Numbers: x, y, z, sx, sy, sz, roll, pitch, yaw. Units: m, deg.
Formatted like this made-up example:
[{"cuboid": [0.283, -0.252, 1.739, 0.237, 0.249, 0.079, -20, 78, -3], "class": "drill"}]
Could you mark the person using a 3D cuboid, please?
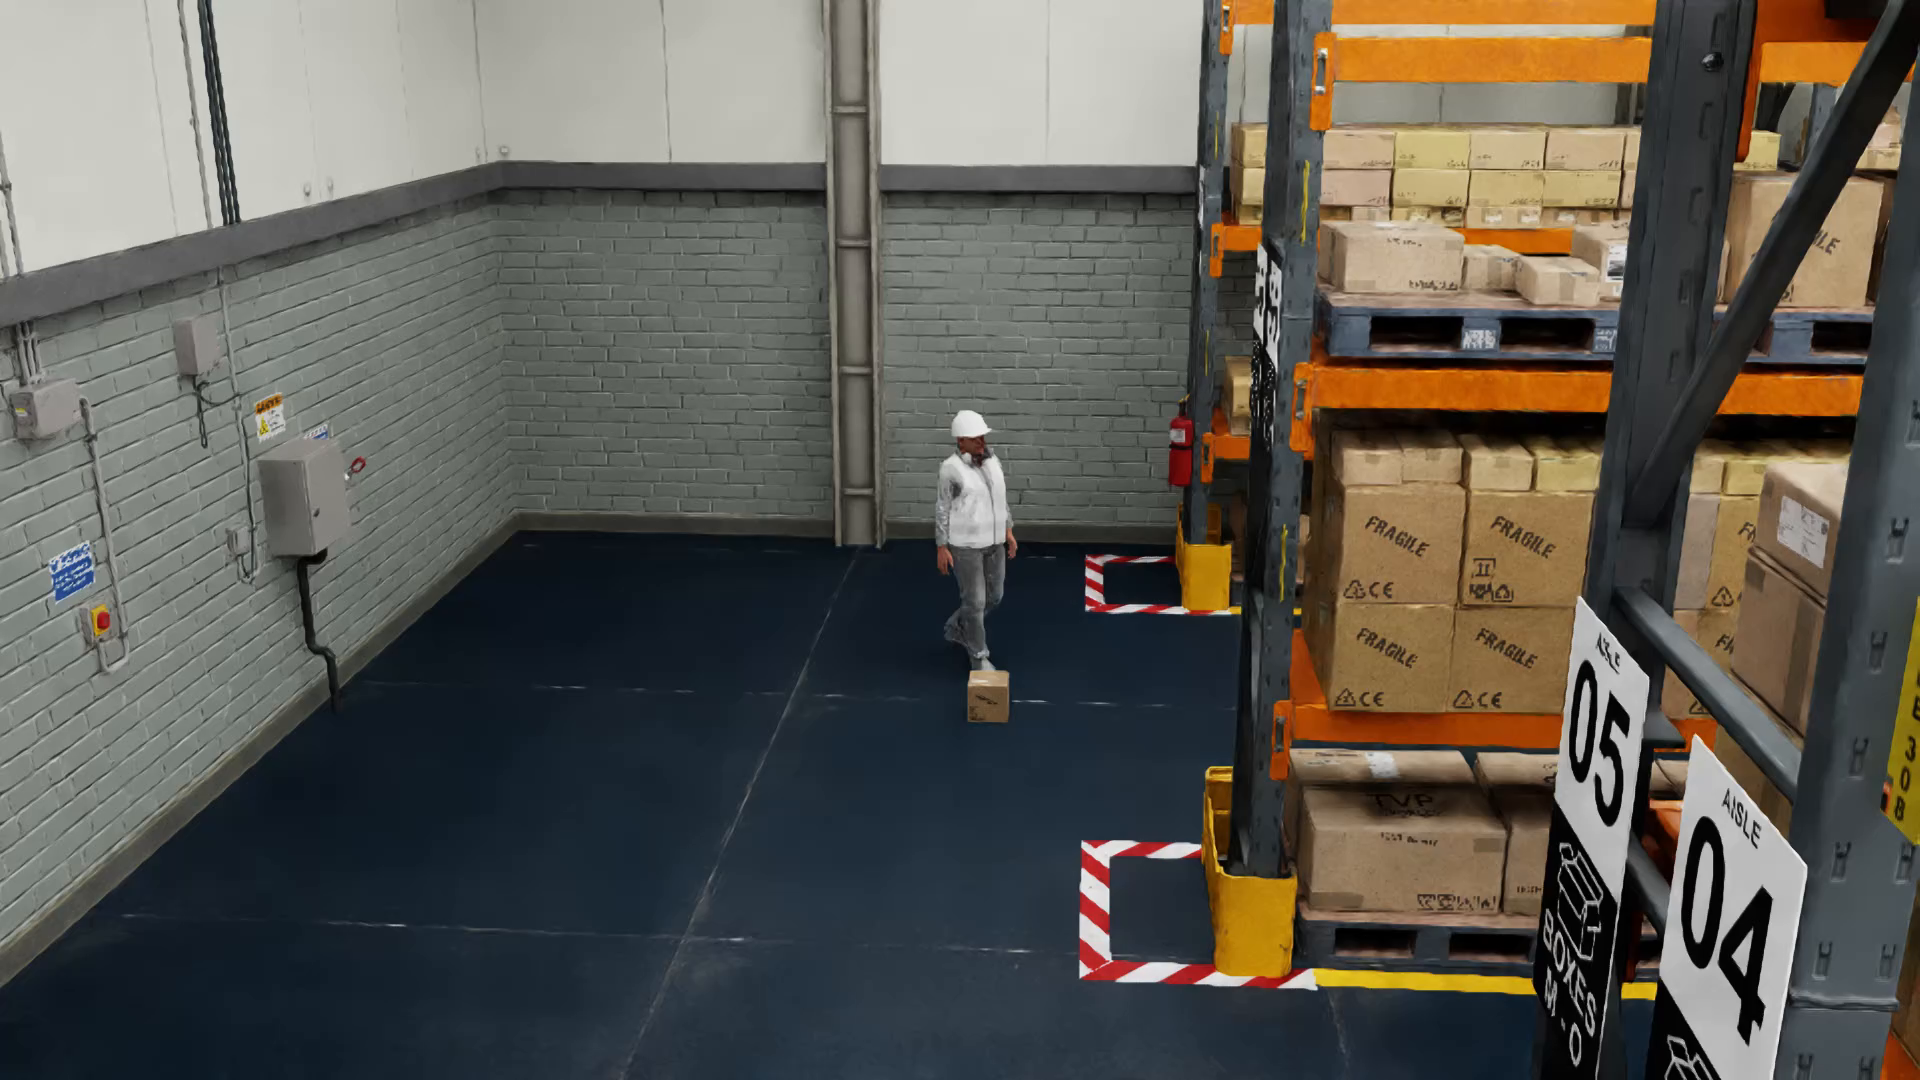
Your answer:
[{"cuboid": [0.087, -0.001, 11.002, 0.624, 1.769, 0.586, 17, 24, 42], "class": "person"}]
